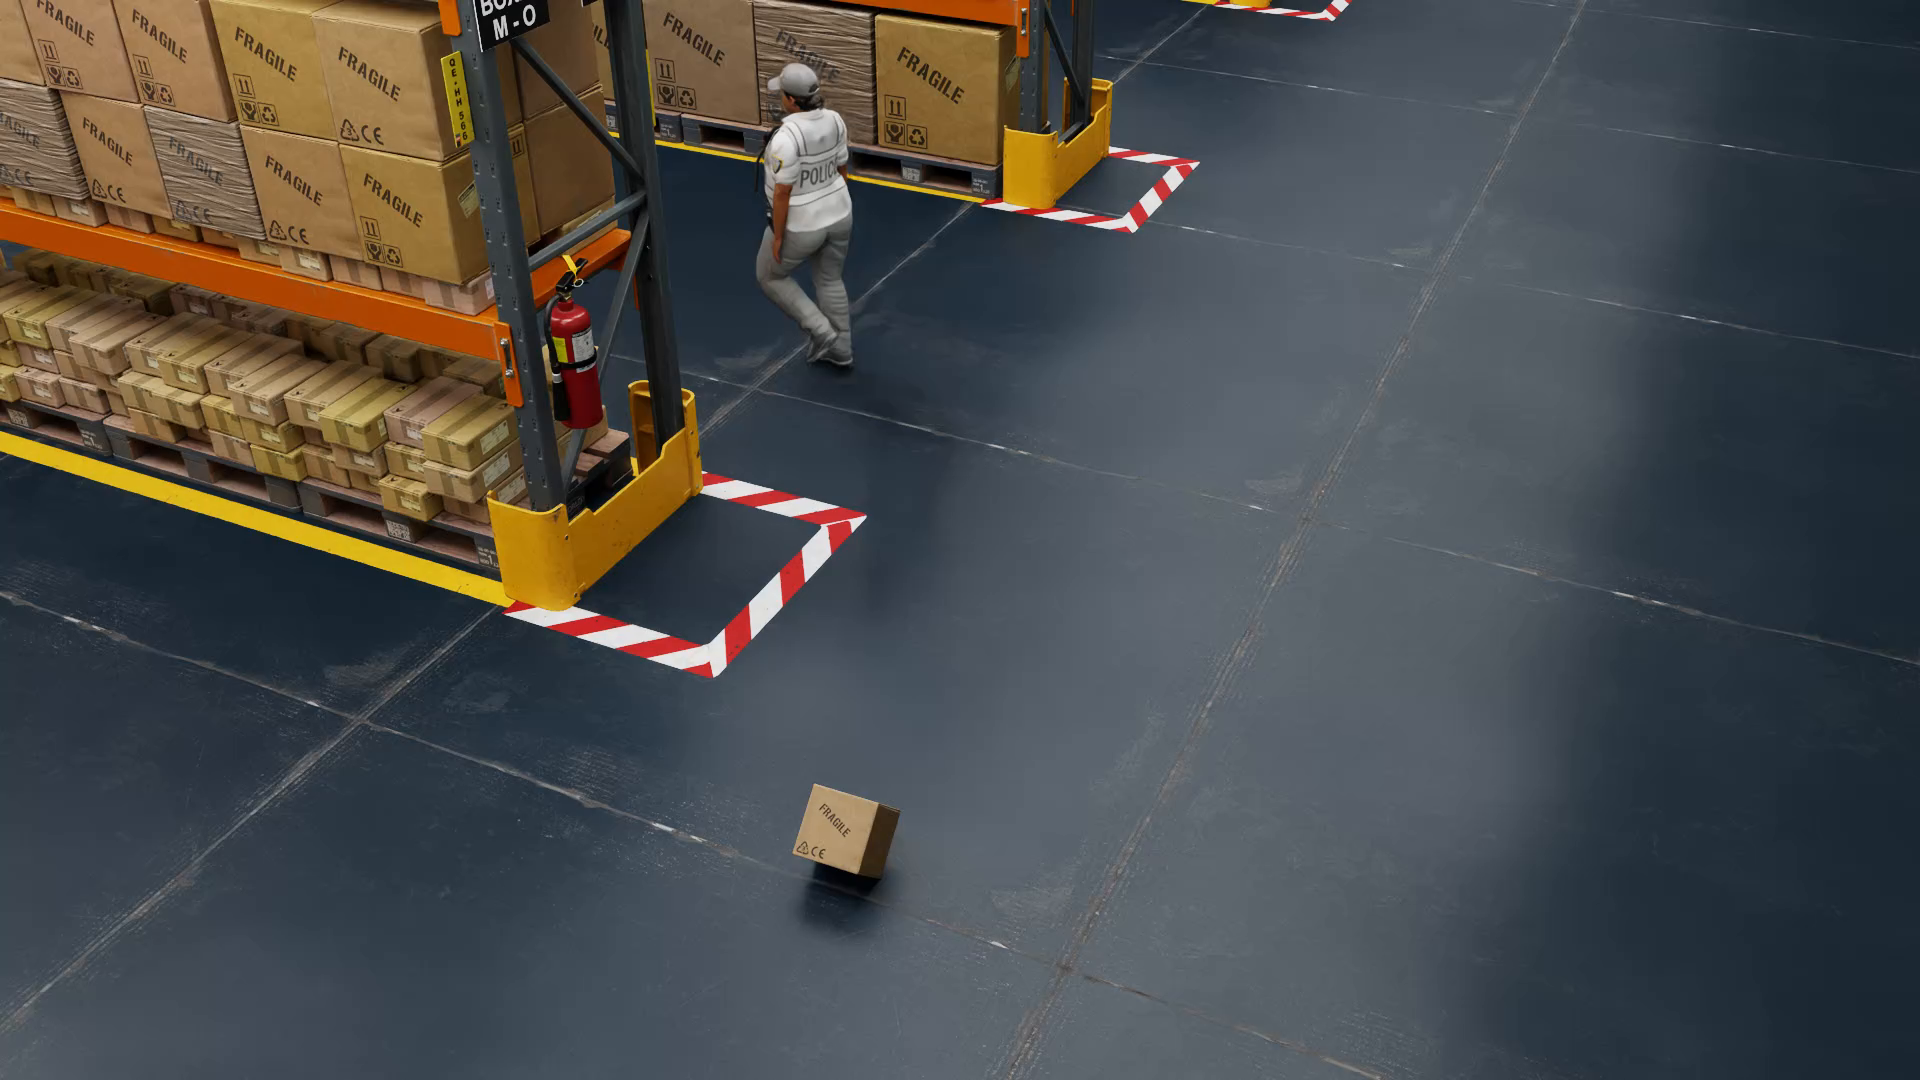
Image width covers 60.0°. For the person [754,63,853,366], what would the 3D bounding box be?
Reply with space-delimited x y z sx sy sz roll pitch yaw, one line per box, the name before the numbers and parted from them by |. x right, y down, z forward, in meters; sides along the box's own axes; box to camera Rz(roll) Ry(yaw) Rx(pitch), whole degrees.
person | -0.796 -1.643 8.543 0.466 1.652 0.519 28 43 35
